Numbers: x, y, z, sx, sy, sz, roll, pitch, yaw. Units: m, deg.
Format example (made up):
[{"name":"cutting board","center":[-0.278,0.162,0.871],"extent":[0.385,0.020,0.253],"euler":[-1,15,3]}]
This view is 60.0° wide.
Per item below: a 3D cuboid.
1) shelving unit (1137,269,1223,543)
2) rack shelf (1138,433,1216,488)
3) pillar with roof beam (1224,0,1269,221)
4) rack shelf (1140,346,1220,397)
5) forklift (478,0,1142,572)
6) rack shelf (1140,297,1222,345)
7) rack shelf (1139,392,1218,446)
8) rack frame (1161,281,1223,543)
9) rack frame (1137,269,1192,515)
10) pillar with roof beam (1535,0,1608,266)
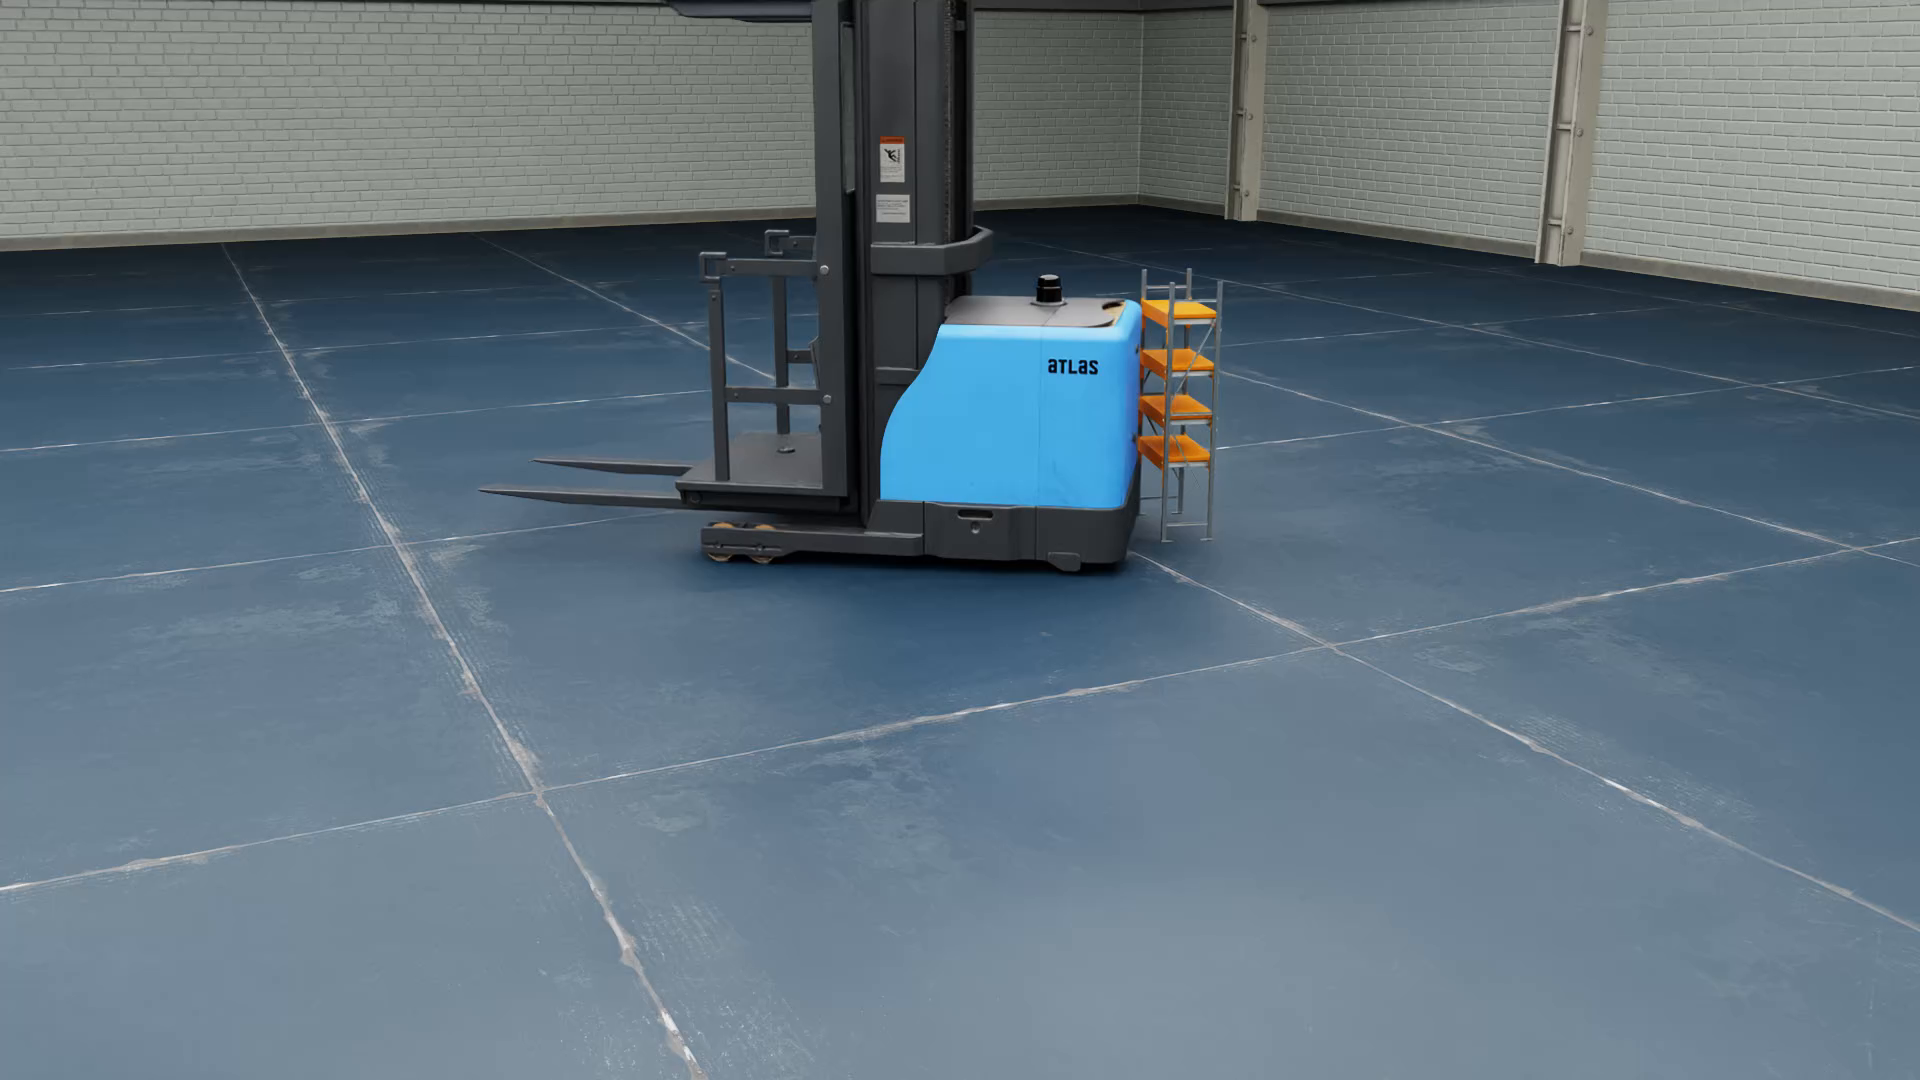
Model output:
[{"name":"shelving unit","center":[1.015,-0.637,7.796],"extent":[0.258,1.200,0.503],"euler":[-2,16,-8]},{"name":"rack shelf","center":[1.015,-0.382,7.869],"extent":[0.258,0.148,0.480],"euler":[-2,16,-8]},{"name":"pillar with roof beam","center":[0.120,-8.351,20.536],"extent":[9.100,9.000,0.400],"euler":[-8,18,-25]},{"name":"rack shelf","center":[1.015,-0.788,7.753],"extent":[0.258,0.148,0.480],"euler":[-2,16,-8]},{"name":"forklift","center":[-0.703,-1.448,7.483],"extent":[3.031,2.935,1.130],"euler":[3,16,10]},{"name":"rack shelf","center":[1.015,-1.015,7.688],"extent":[0.258,0.148,0.480],"euler":[-2,16,-8]},{"name":"rack shelf","center":[1.015,-0.573,7.815],"extent":[0.258,0.148,0.480],"euler":[-2,16,-8]},{"name":"rack frame","center":[1.052,-0.571,7.564],"extent":[0.240,1.200,0.015],"euler":[-2,16,-8]},{"name":"rack frame","center":[0.979,-0.704,8.028],"extent":[0.240,1.200,0.015],"euler":[-2,16,-8]},{"name":"pillar with roof beam","center":[2.748,-6.863,15.351],"extent":[9.100,9.000,0.400],"euler":[-8,18,-25]}]
